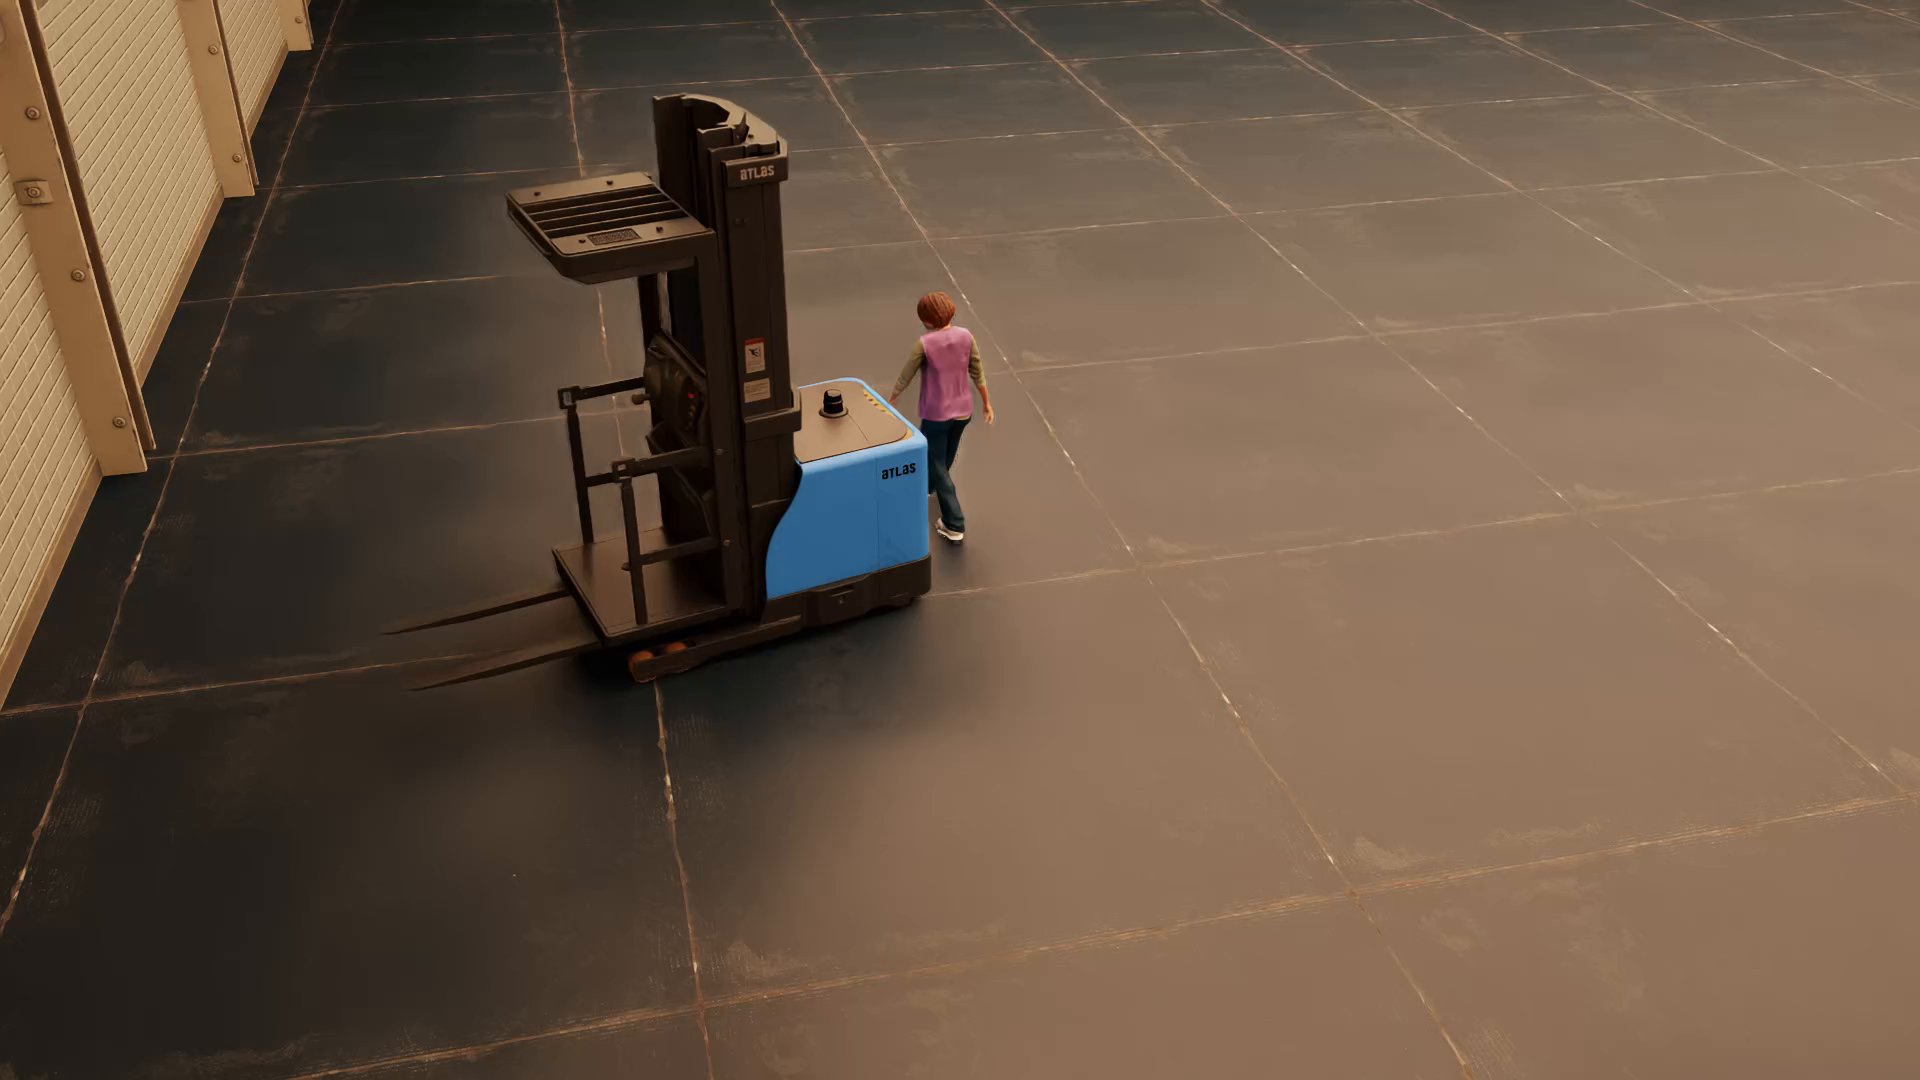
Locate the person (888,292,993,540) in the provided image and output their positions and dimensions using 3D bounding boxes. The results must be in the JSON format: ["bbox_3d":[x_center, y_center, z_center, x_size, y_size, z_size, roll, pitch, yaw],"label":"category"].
[{"bbox_3d":[-0.134,-0.842,10.410,0.583,1.556,0.828,-16,34,-26],"label":"person"}]

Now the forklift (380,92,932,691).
[{"bbox_3d":[-1.716,-0.788,8.936,3.031,2.935,1.130,-15,33,-24],"label":"forklift"}]
